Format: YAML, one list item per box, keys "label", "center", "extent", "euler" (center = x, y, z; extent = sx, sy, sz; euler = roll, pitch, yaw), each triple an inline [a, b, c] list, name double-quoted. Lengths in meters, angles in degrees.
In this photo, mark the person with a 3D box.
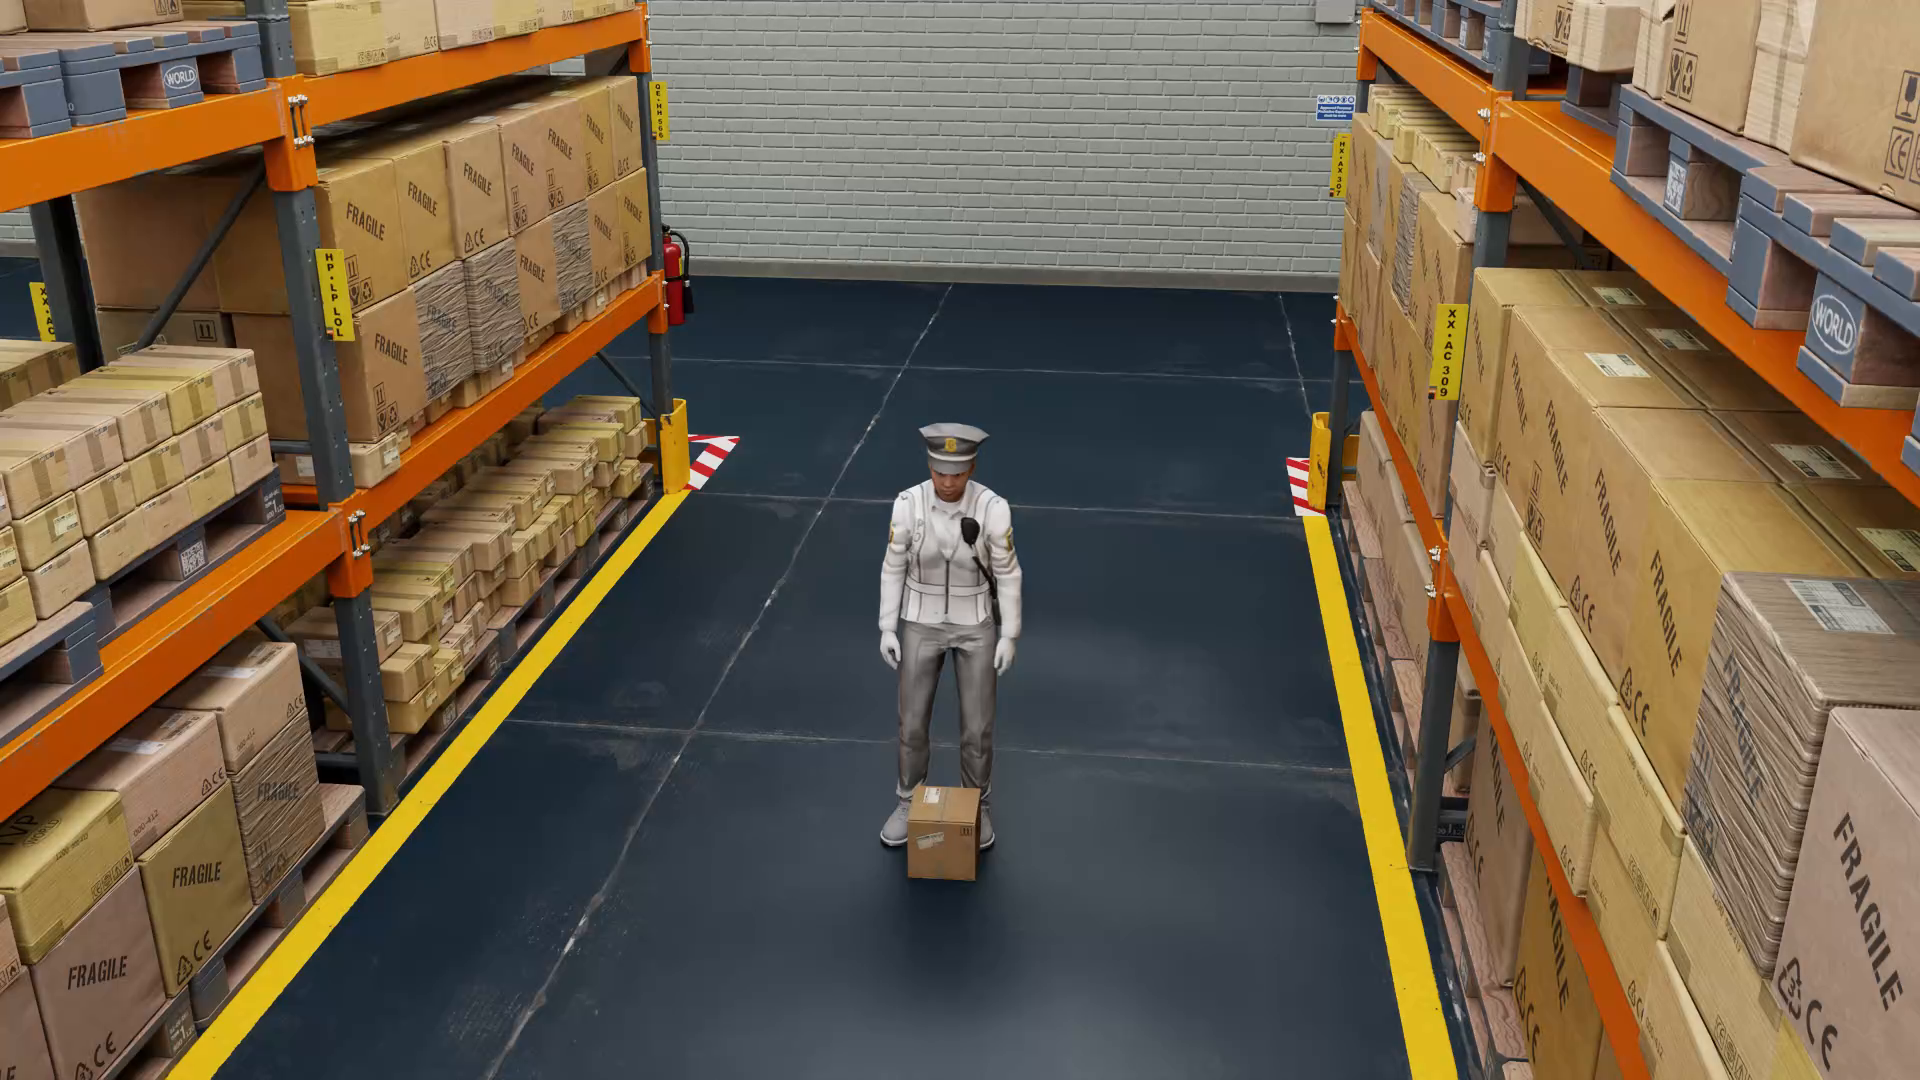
- label: "person"
  center: [-0.038, 0.351, 6.178]
  extent: [0.530, 1.663, 0.377]
  euler: [2, 21, 6]
